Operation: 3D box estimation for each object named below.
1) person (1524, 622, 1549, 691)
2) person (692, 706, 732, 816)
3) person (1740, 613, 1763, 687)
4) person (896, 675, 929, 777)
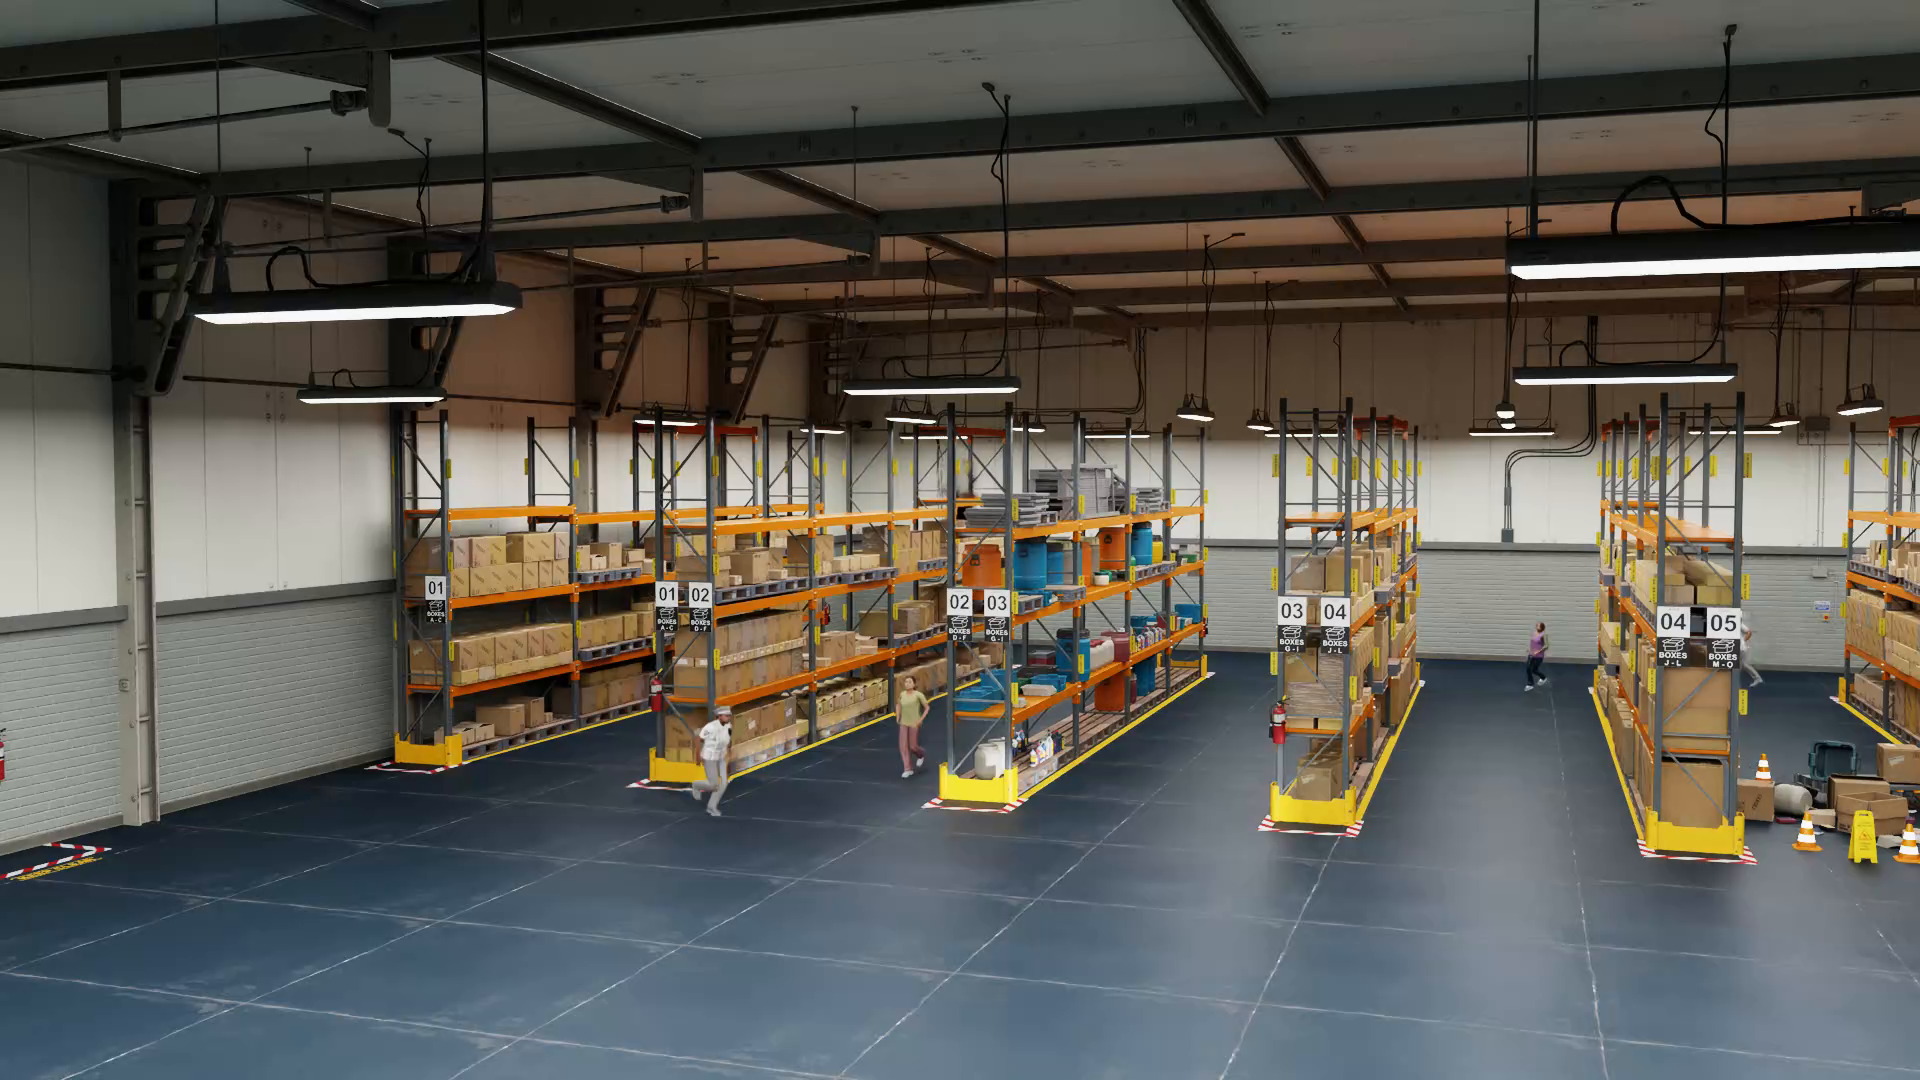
[{"bbox_3d":[13.079,2.742,37.561,0.651,1.339,0.582,-1,3,-29],"label":"person"},{"bbox_3d":[-3.587,3.179,24.130,0.730,1.608,0.556,2,3,33],"label":"person"},{"bbox_3d":[17.591,2.504,37.454,0.933,1.824,0.697,1,3,24],"label":"person"},{"bbox_3d":[-0.785,3.022,27.199,0.598,1.640,0.702,1,3,21],"label":"person"}]
